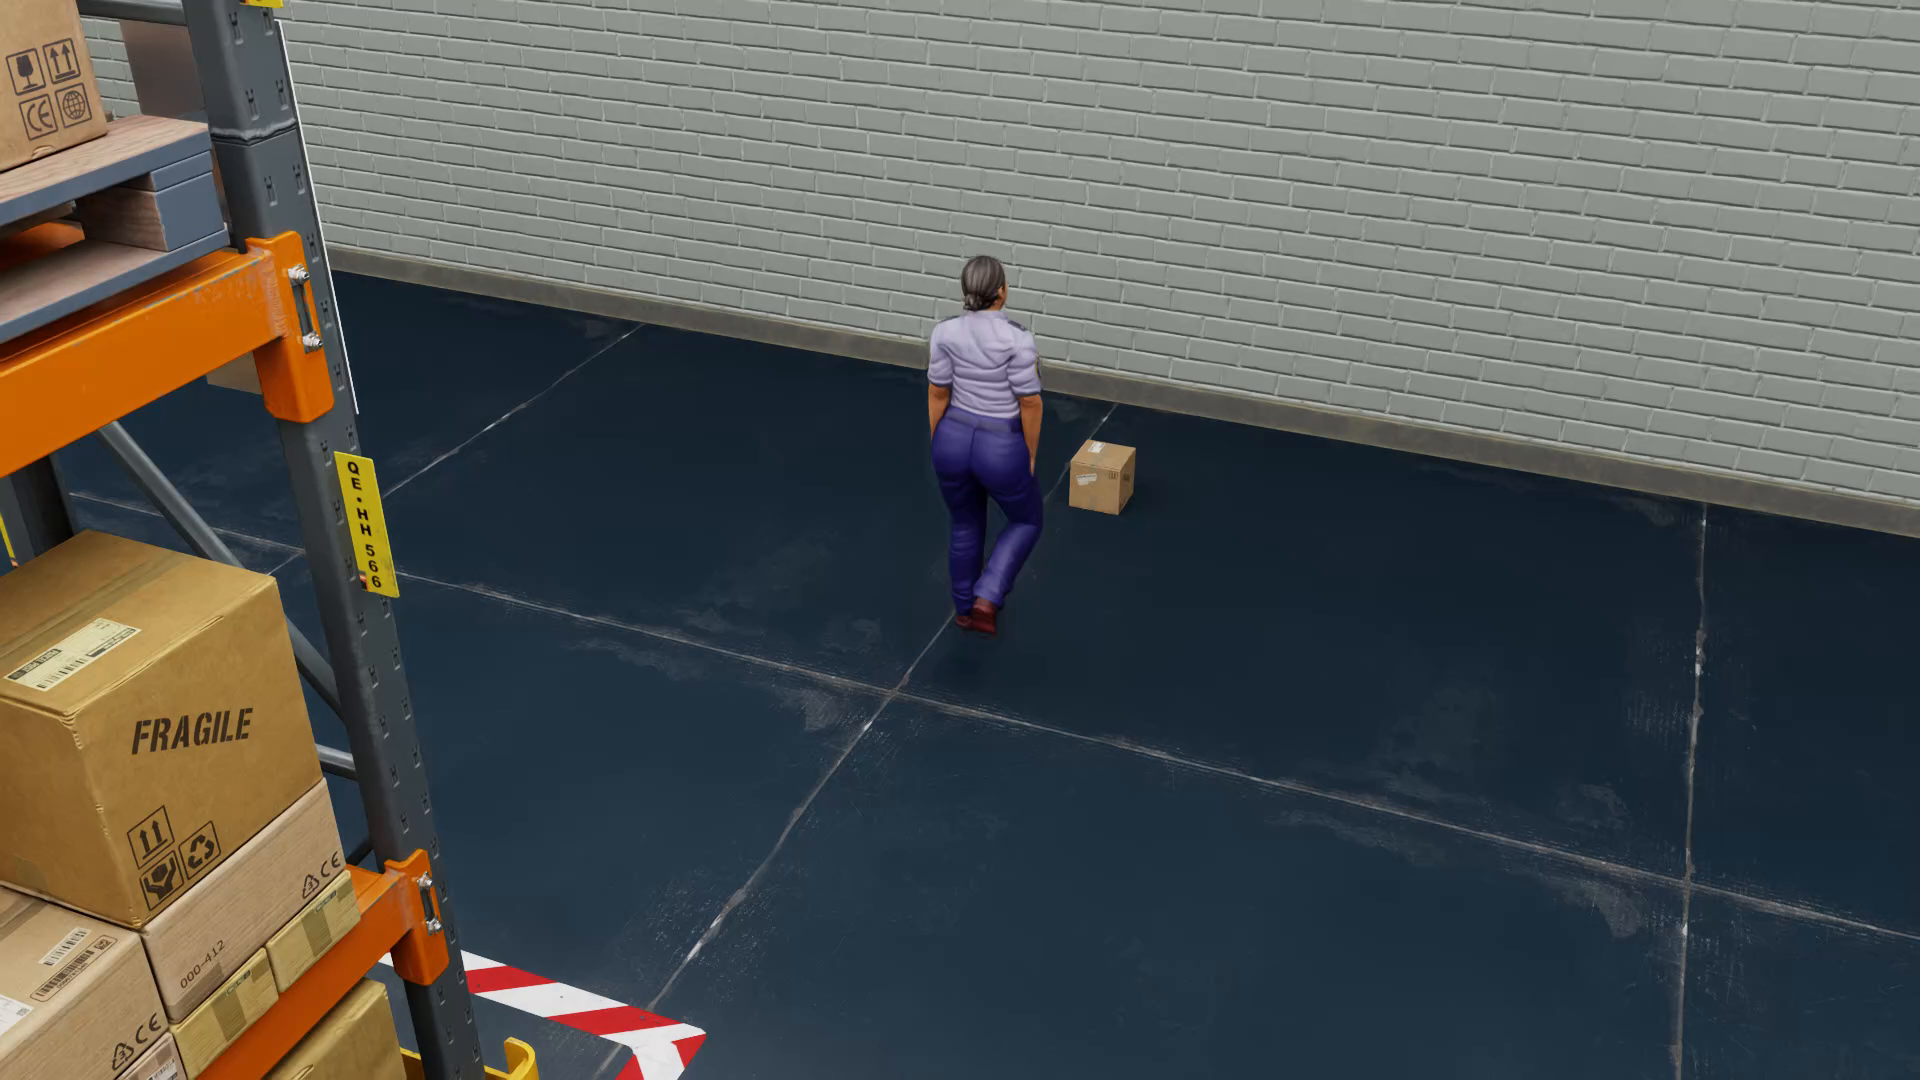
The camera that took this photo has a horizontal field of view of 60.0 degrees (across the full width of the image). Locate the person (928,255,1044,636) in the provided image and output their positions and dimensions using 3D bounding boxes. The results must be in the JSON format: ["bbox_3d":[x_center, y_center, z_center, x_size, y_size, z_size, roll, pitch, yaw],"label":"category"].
[{"bbox_3d":[0.094,-0.340,6.699,0.482,1.639,0.471,12,32,20],"label":"person"}]
